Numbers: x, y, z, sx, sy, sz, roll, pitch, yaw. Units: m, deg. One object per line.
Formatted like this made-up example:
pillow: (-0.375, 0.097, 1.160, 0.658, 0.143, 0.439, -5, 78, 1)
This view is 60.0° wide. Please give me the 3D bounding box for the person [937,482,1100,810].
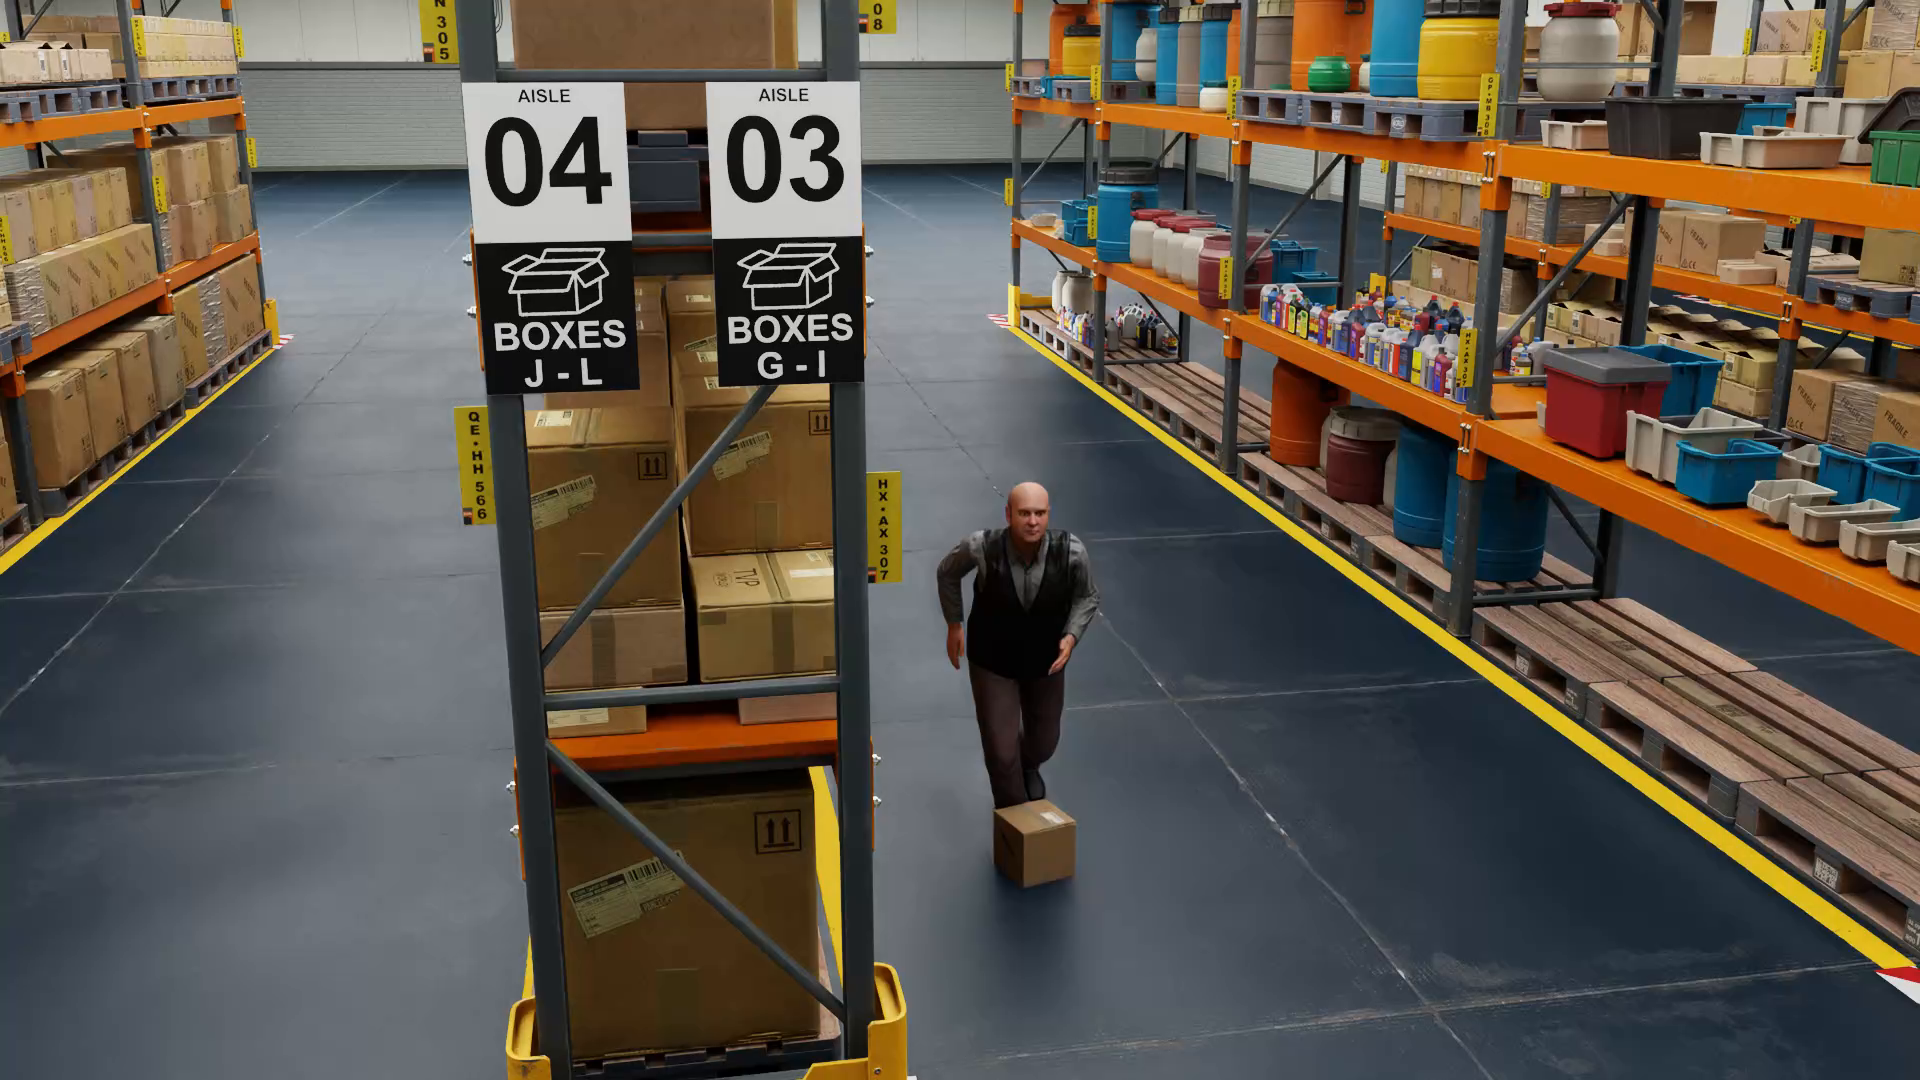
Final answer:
person: (0.230, 0.496, 7.011, 0.650, 1.651, 0.872, -3, 17, -10)
